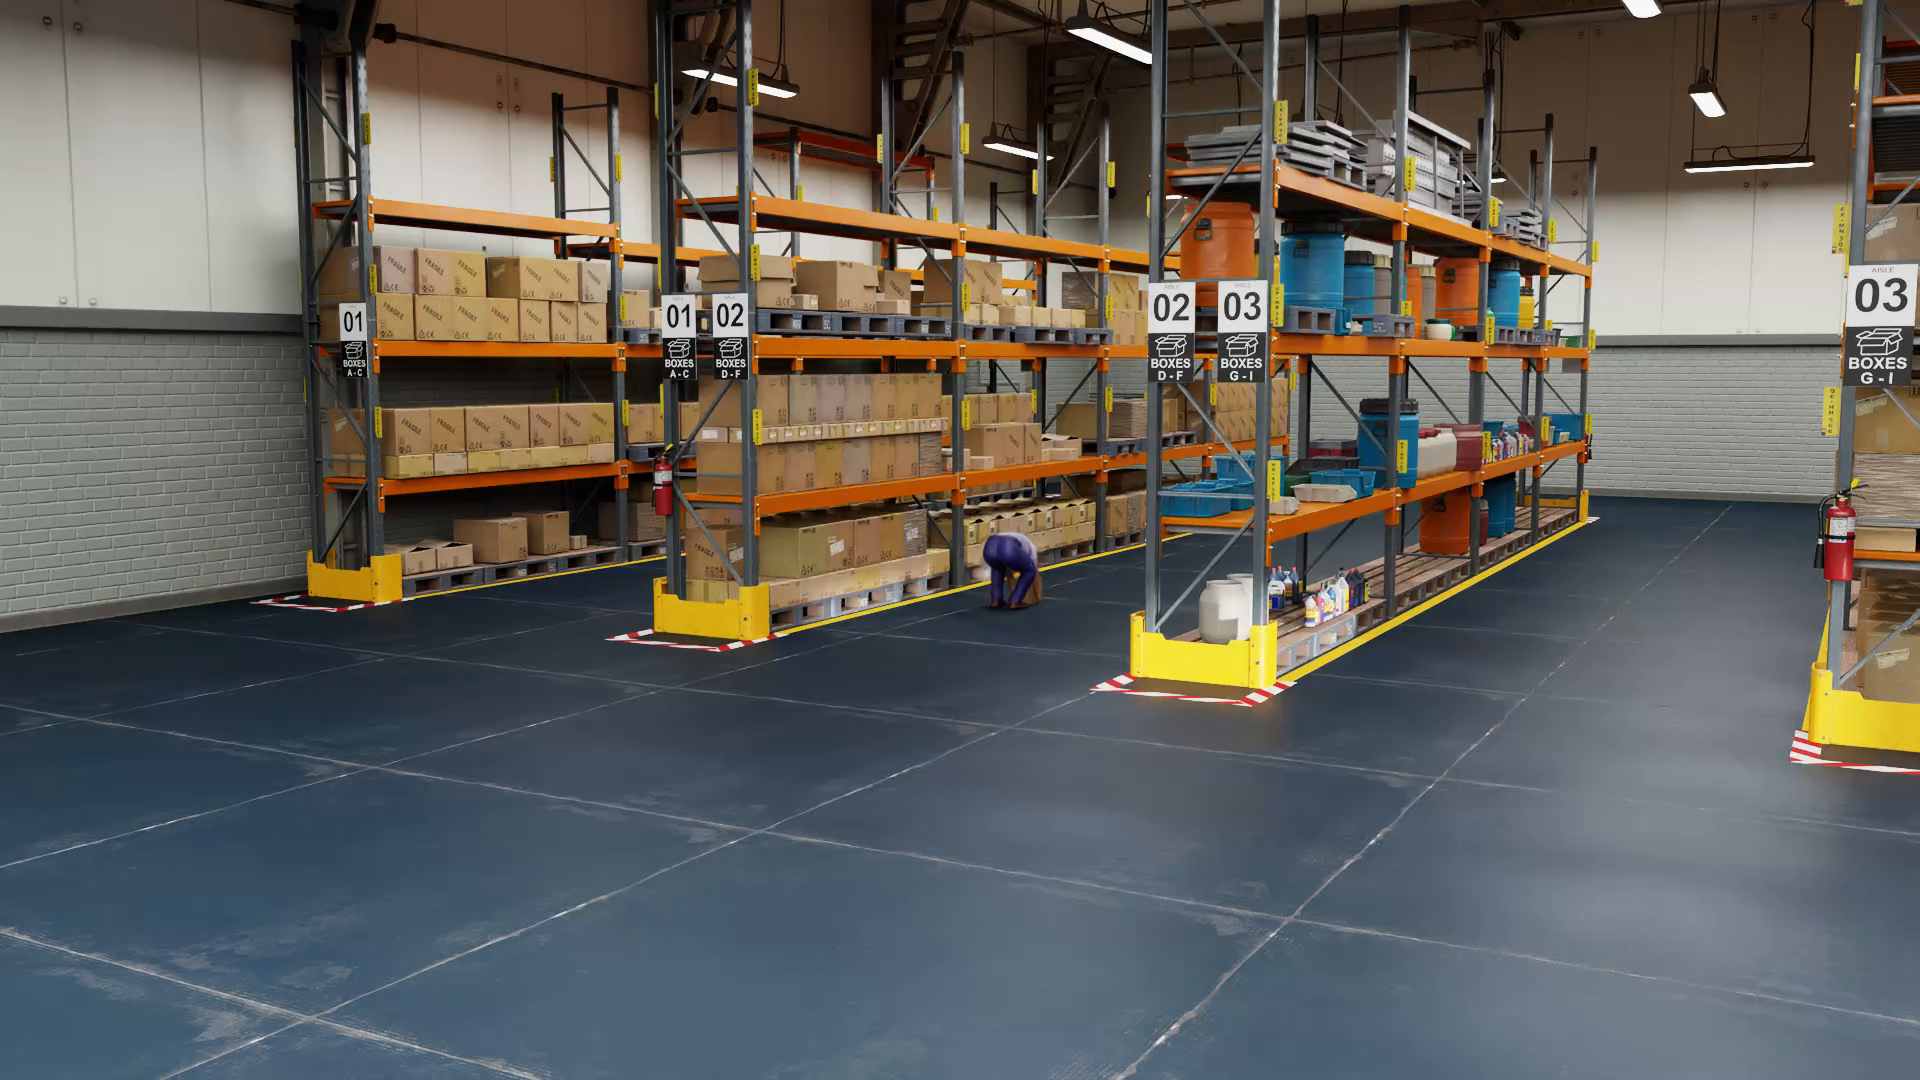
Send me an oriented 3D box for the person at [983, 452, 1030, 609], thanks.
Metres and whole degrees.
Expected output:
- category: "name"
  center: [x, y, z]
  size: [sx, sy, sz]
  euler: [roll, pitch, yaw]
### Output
- category: "person"
  center: [0.508, -0.111, 17.483]
  size: [0.471, 1.647, 0.491]
  euler: [3, 7, 28]
